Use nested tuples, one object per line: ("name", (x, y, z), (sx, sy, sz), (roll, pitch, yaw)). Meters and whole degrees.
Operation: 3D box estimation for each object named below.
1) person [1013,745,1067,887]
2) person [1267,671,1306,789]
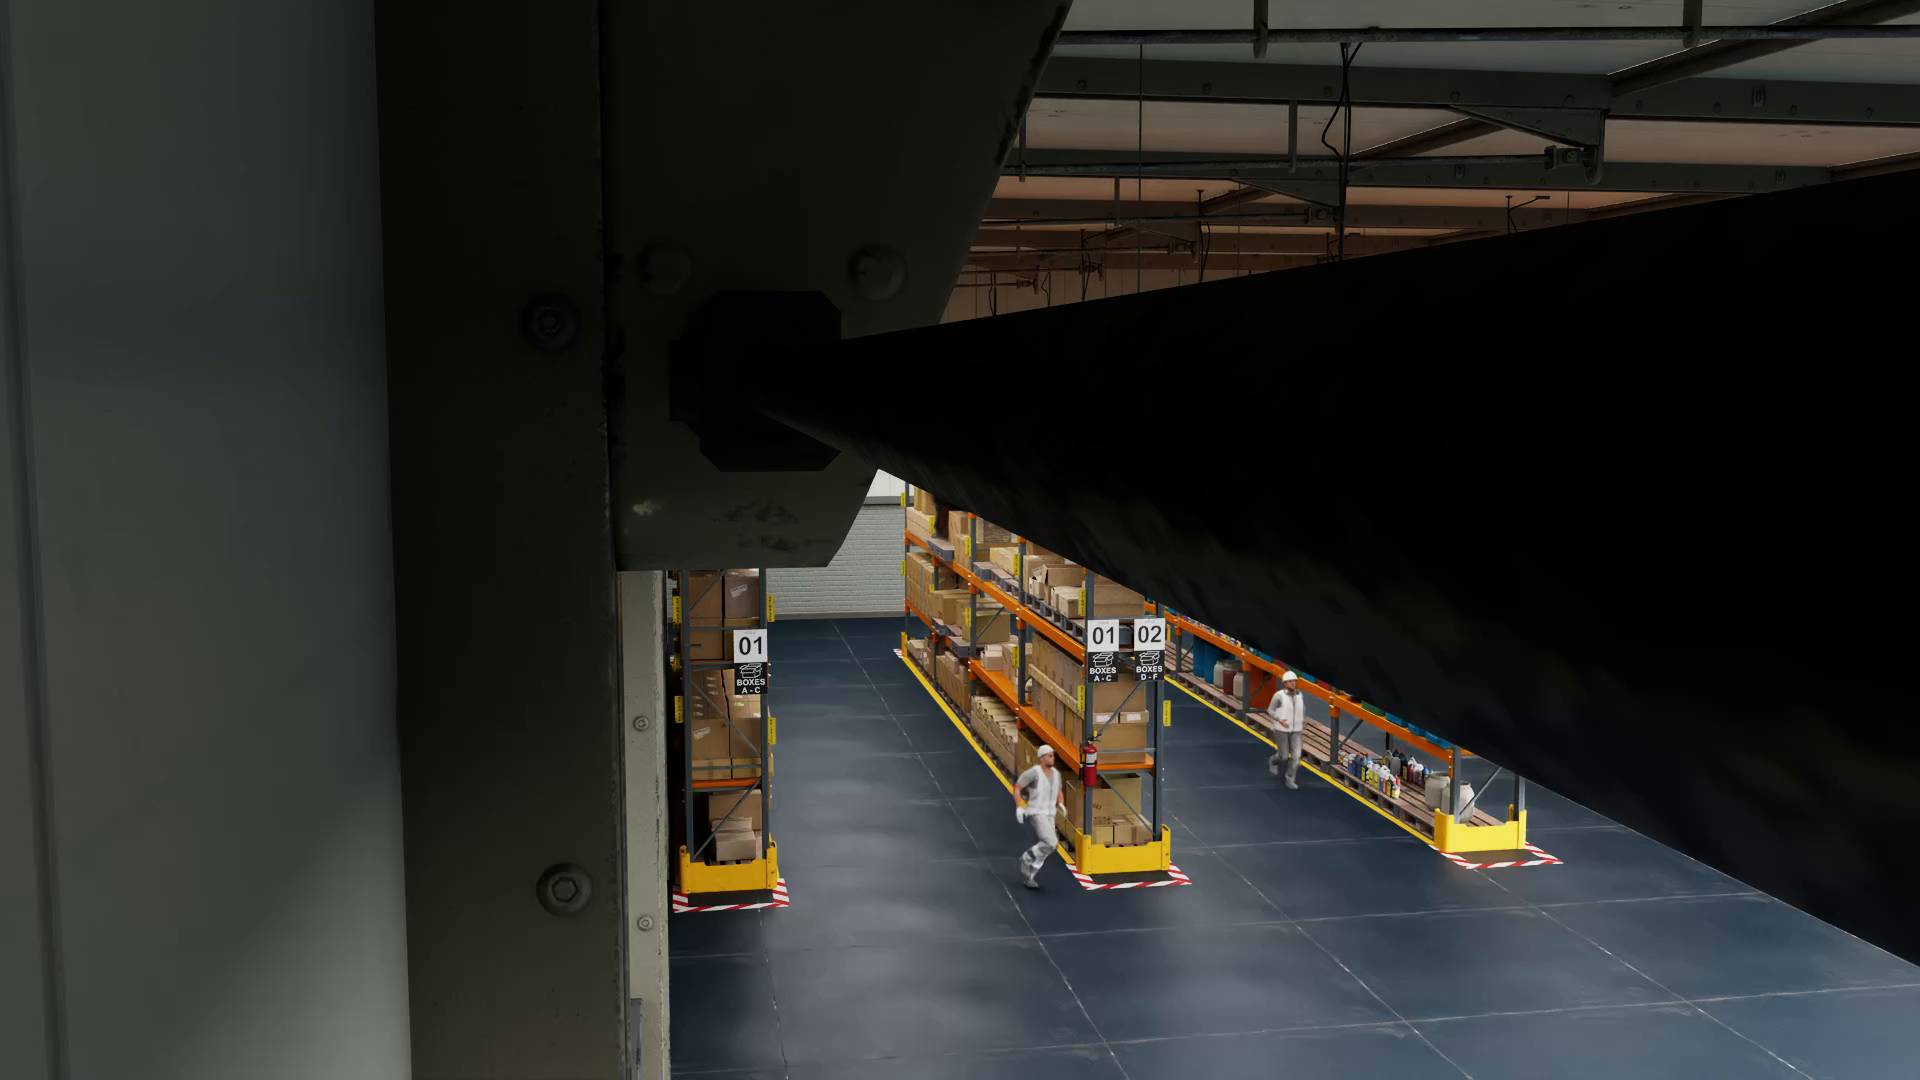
("person", (1.048, 3.371, 20.321), (0.713, 1.712, 0.560), (-5, 8, -42))
("person", (4.961, 2.851, 25.184), (0.657, 1.748, 0.752), (-2, 6, -16))
